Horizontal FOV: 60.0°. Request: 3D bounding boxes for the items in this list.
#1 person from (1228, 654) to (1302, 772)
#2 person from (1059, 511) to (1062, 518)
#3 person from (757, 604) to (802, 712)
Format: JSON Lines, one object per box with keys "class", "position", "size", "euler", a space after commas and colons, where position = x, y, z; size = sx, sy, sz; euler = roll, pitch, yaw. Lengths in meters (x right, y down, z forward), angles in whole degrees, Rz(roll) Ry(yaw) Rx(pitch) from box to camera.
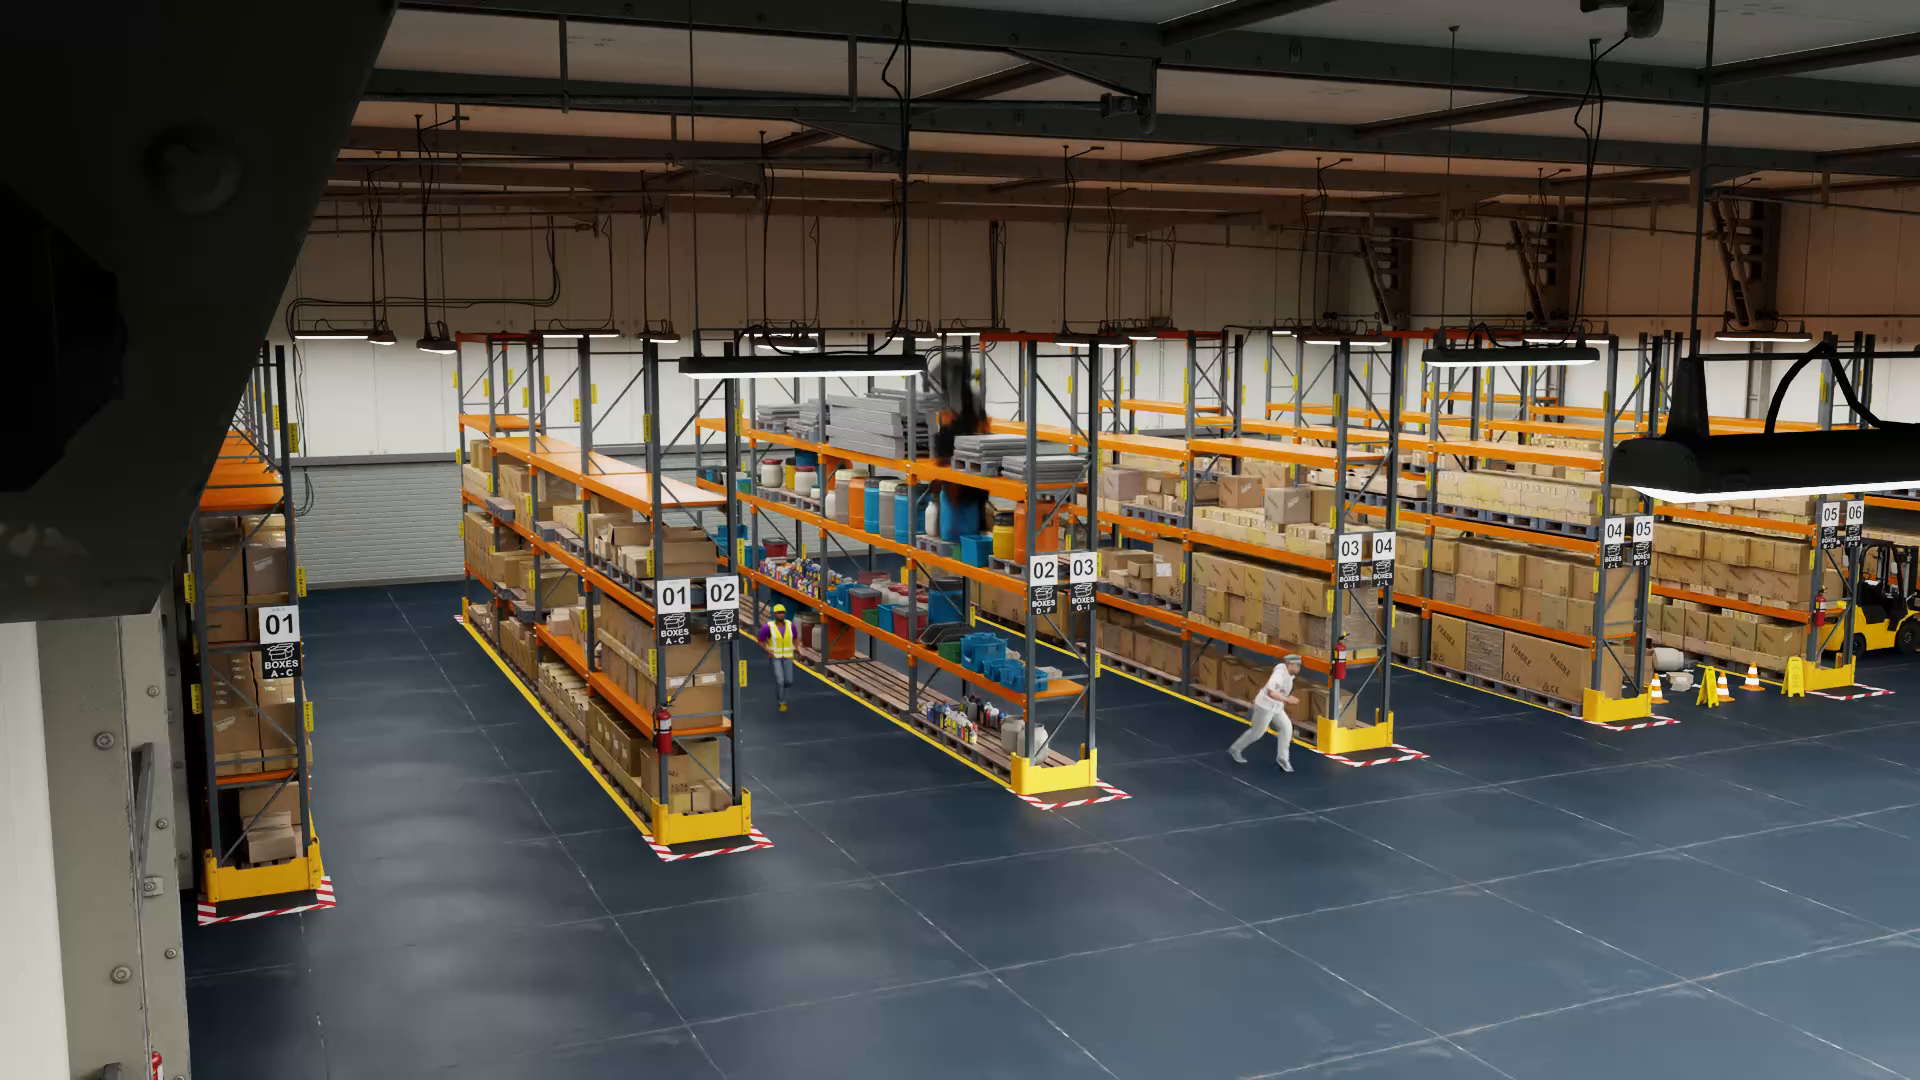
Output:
{"class": "person", "position": [4.283, 2.410, 23.332], "size": [1.019, 1.721, 0.708], "euler": [4, 9, 26]}
{"class": "person", "position": [2.333, 0.000, 41.071], "size": [0.580, 1.682, 0.592], "euler": [-7, 10, -40]}
{"class": "person", "position": [-2.916, 1.882, 26.809], "size": [0.702, 1.723, 0.598], "euler": [-3, 8, -24]}
